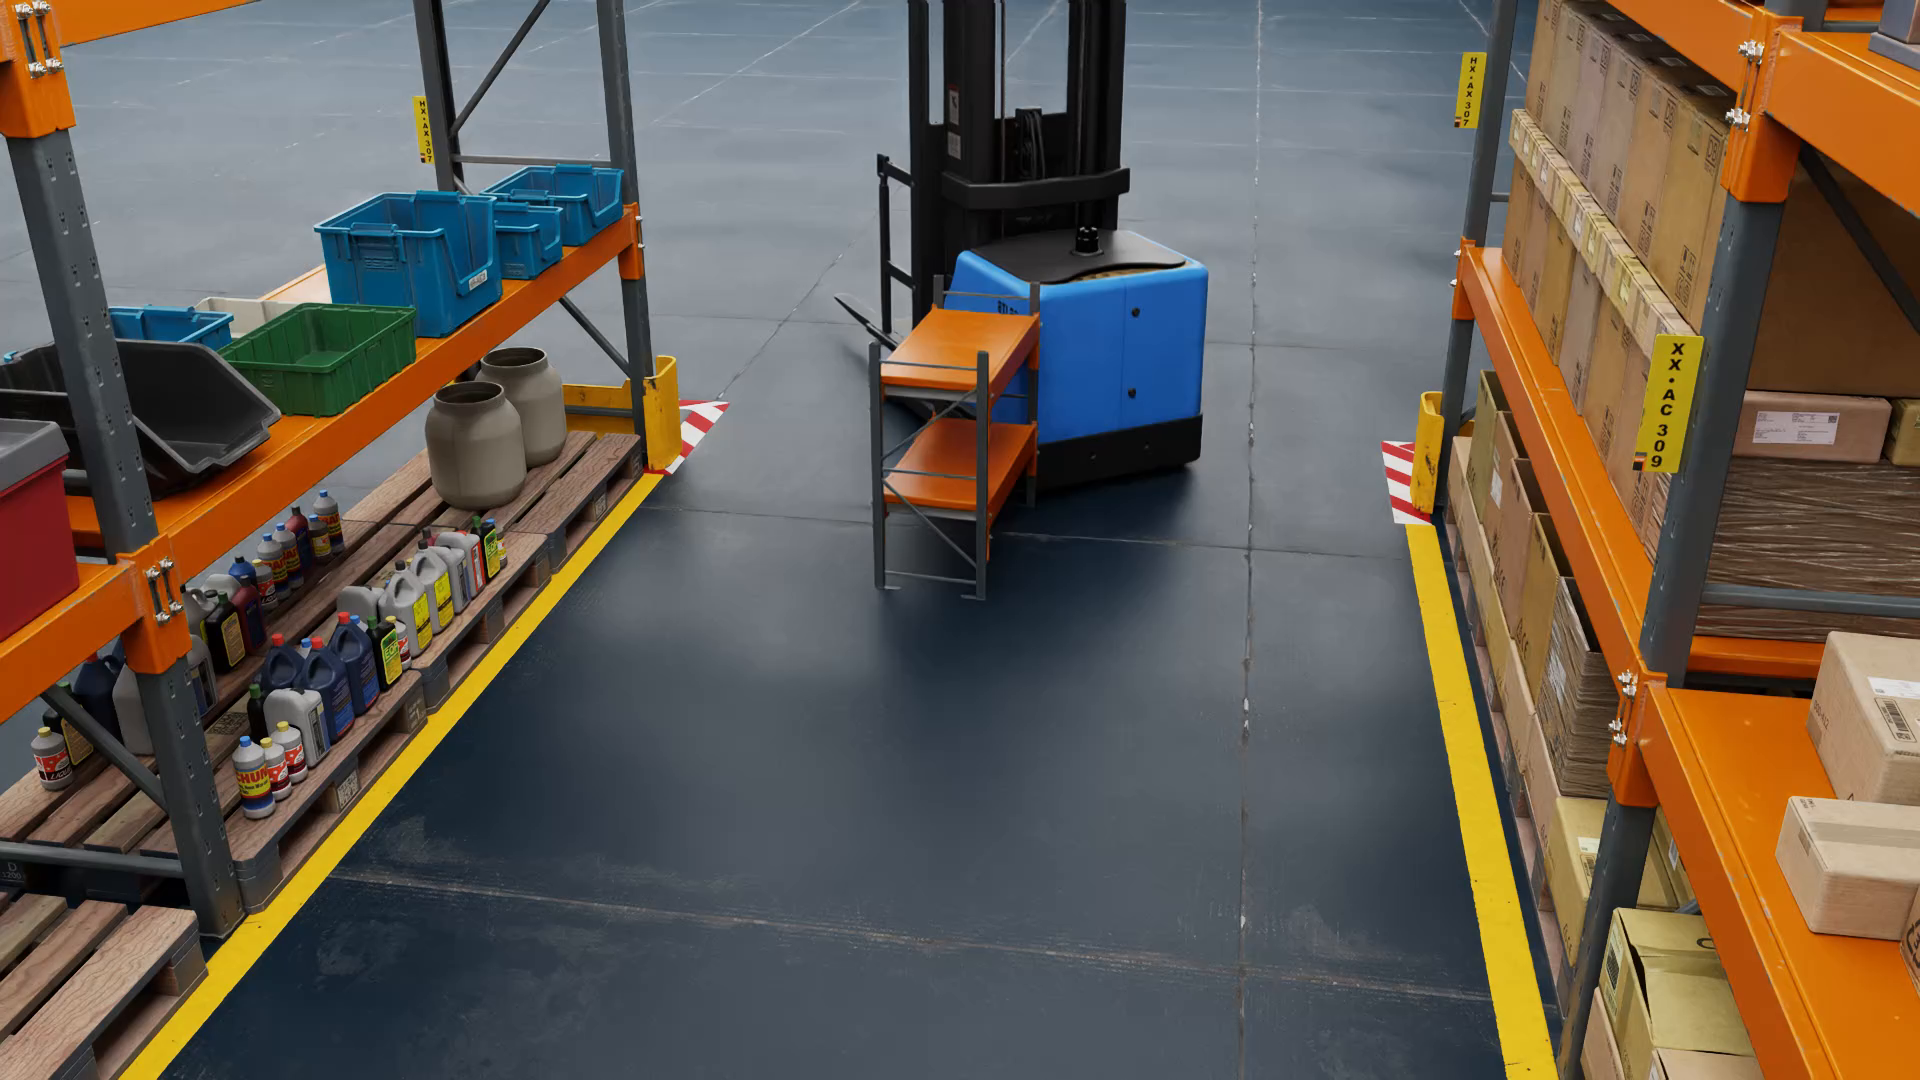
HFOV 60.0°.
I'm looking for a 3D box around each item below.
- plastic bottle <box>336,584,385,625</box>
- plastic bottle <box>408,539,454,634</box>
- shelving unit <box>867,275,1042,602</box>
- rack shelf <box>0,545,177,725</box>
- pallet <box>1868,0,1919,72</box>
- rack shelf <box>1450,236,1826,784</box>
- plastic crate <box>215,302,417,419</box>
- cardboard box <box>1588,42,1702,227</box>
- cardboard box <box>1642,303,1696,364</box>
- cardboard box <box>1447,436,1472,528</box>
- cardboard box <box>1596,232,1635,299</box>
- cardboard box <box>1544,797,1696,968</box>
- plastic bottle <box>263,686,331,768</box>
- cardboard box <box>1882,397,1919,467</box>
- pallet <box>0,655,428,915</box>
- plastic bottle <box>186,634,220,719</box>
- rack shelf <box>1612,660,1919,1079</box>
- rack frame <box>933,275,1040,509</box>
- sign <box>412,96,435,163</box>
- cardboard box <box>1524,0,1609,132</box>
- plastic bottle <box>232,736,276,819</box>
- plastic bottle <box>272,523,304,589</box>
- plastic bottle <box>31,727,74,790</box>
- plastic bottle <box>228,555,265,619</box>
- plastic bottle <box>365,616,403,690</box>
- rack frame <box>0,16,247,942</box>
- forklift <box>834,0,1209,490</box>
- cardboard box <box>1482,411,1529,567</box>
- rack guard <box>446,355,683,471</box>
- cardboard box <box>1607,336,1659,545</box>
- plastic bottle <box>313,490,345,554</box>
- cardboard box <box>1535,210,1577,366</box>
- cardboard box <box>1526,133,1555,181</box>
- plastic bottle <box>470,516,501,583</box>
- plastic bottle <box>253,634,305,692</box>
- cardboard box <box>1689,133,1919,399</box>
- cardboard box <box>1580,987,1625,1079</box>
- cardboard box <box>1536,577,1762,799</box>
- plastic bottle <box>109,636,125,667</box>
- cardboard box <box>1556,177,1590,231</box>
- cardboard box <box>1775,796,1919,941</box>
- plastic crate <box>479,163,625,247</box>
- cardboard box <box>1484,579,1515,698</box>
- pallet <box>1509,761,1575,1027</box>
[{"bbox_3d":[-2.253,0.285,6.297,0.152,0.276,0.135,4,25,9],"label":"plastic bottle"},{"bbox_3d":[-2.072,0.173,6.448,0.144,0.351,0.185,5,26,11],"label":"plastic bottle"},{"bbox_3d":[-0.003,-0.484,7.457,0.538,1.125,1.048,6,26,13],"label":"shelving unit"},{"bbox_3d":[-3.071,0.978,2.970,1.077,0.370,4.000,4,25,9],"label":"rack shelf"},{"bbox_3d":[2.011,-0.741,2.483,0.805,0.209,1.217,3,25,6],"label":"pallet"},{"bbox_3d":[2.469,-0.350,5.808,1.077,0.370,4.000,4,25,9],"label":"rack shelf"},{"bbox_3d":[-2.244,-0.636,5.821,0.450,0.188,0.662,4,25,9],"label":"plastic crate"},{"bbox_3d":[2.454,-1.288,5.315,0.700,0.500,0.500,4,25,9],"label":"cardboard box"},{"bbox_3d":[2.058,-0.520,4.439,0.380,0.149,0.250,3,25,7],"label":"cardboard box"},{"bbox_3d":[2.489,-0.248,7.490,0.500,0.250,0.500,4,25,9],"label":"cardboard box"},{"bbox_3d":[2.184,-0.838,5.119,0.380,0.149,0.250,5,25,10],"label":"cardboard box"},{"bbox_3d":[2.002,1.007,4.809,0.500,0.250,0.500,4,25,9],"label":"cardboard box"},{"bbox_3d":[-2.234,0.610,5.602,0.152,0.276,0.135,5,26,10],"label":"plastic bottle"},{"bbox_3d":[2.377,-0.277,3.921,0.380,0.149,0.250,4,25,8],"label":"cardboard box"},{"bbox_3d":[-2.593,0.801,5.790,1.003,0.211,1.213,4,25,9],"label":"pallet"},{"bbox_3d":[-2.741,0.481,5.879,0.152,0.276,0.135,4,25,9],"label":"plastic bottle"},{"bbox_3d":[1.815,1.323,2.234,1.077,0.370,4.000,4,25,9],"label":"rack shelf"},{"bbox_3d":[0.123,-0.693,7.904,0.500,1.125,0.032,6,26,13],"label":"rack frame"},{"bbox_3d":[-2.632,-2.022,8.205,0.100,0.325,0.005,4,25,9],"label":"sign"},{"bbox_3d":[2.698,-1.929,6.684,0.700,0.500,0.500,4,25,9],"label":"cardboard box"},{"bbox_3d":[-2.259,0.750,5.310,0.097,0.271,0.097,0,25,0],"label":"plastic bottle"},{"bbox_3d":[-2.750,0.060,6.784,0.097,0.271,0.097,0,25,0],"label":"plastic bottle"},{"bbox_3d":[-2.992,0.711,5.475,0.097,0.201,0.097,0,25,0],"label":"plastic bottle"},{"bbox_3d":[-2.800,0.186,6.513,0.097,0.271,0.097,0,25,0],"label":"plastic bottle"},{"bbox_3d":[-2.104,0.393,6.057,0.061,0.283,0.133,5,26,11],"label":"plastic bottle"},{"bbox_3d":[-2.744,-0.184,4.605,1.000,3.000,0.127,4,25,9],"label":"rack frame"},{"bbox_3d":[0.147,-2.163,8.914,1.130,2.935,3.031,-11,27,-23],"label":"forklift"},{"bbox_3d":[2.340,-0.169,6.435,0.500,0.500,0.500,4,25,9],"label":"cardboard box"},{"bbox_3d":[-2.056,-0.690,8.634,1.175,0.500,0.348,4,25,9],"label":"rack guard"},{"bbox_3d":[2.288,-0.292,4.717,0.700,0.500,0.500,4,25,8],"label":"cardboard box"},{"bbox_3d":[-2.694,-0.084,7.090,0.097,0.271,0.097,0,25,0],"label":"plastic bottle"},{"bbox_3d":[2.539,-0.936,6.093,0.700,0.500,0.500,4,25,9],"label":"cardboard box"},{"bbox_3d":[2.437,-1.487,6.506,0.380,0.149,0.250,4,25,9],"label":"cardboard box"},{"bbox_3d":[-1.959,0.023,6.848,0.061,0.283,0.133,5,25,10],"label":"plastic bottle"},{"bbox_3d":[-2.345,0.498,5.754,0.144,0.351,0.185,4,25,9],"label":"plastic bottle"},{"bbox_3d":[2.208,-0.658,3.969,0.700,0.500,0.500,4,25,9],"label":"cardboard box"},{"bbox_3d":[1.832,1.367,4.038,0.500,0.250,0.500,3,25,7],"label":"cardboard box"},{"bbox_3d":[2.096,0.459,5.095,0.500,0.500,0.500,4,25,9],"label":"cardboard box"},{"bbox_3d":[-2.892,0.447,5.863,0.144,0.351,0.185,3,25,6],"label":"plastic bottle"},{"bbox_3d":[2.311,-1.163,5.814,0.380,0.149,0.250,4,25,8],"label":"cardboard box"},{"bbox_3d":[1.796,0.631,3.160,0.380,0.149,0.250,4,25,9],"label":"cardboard box"},{"bbox_3d":[-1.877,-1.559,7.719,0.499,0.251,0.616,4,25,9],"label":"plastic crate"},{"bbox_3d":[2.242,0.379,6.150,0.500,0.250,0.500,4,25,9],"label":"cardboard box"},{"bbox_3d":[2.313,1.094,5.164,1.003,0.211,1.213,4,25,9],"label":"pallet"}]
